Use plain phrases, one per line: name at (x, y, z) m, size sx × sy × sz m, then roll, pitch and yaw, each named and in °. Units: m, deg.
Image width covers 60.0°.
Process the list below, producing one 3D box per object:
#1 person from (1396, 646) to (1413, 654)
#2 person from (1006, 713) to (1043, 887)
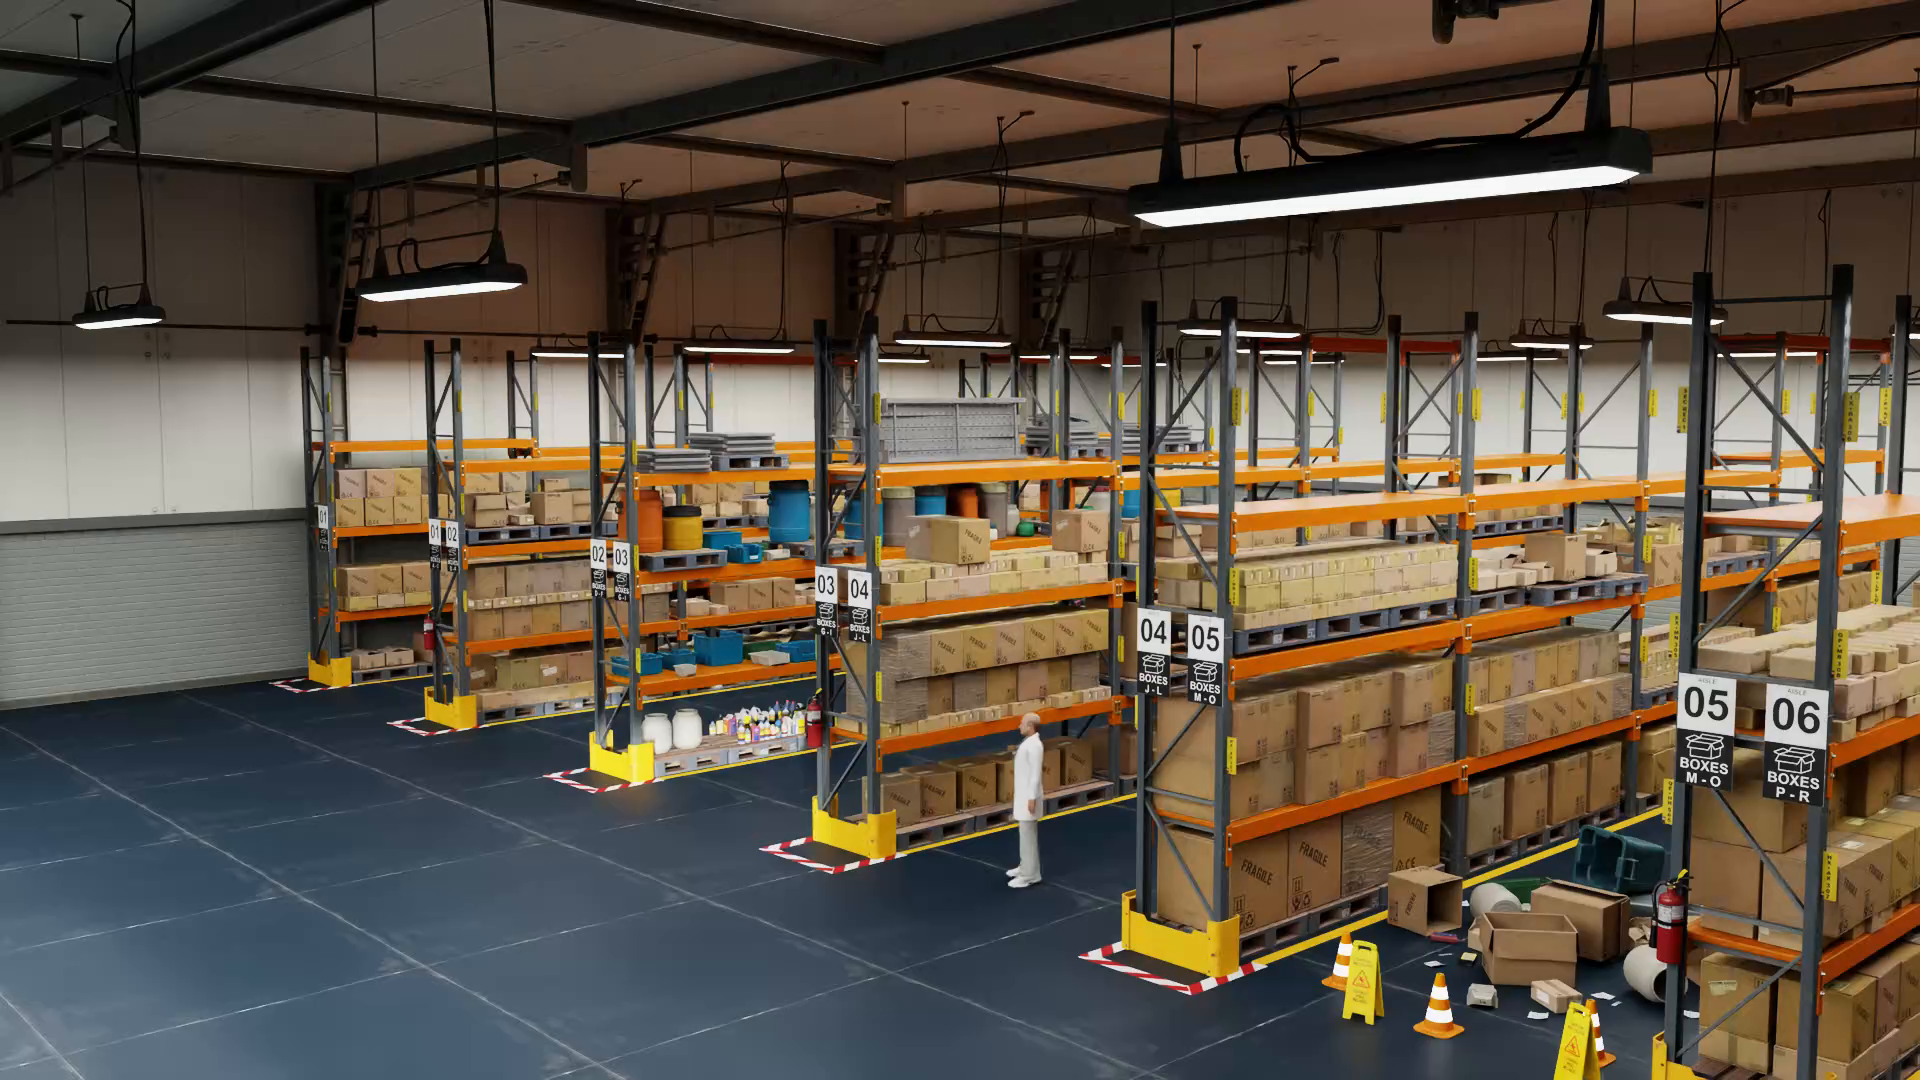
person at (6.320, 2.258, 23.548) m, size 0.883 × 1.813 × 0.499 m, roll -4°, pitch 7°, yaw -40°
person at (0.690, 2.731, 17.654) m, size 0.389 × 1.809 × 0.626 m, roll 0°, pitch 5°, yaw 0°
